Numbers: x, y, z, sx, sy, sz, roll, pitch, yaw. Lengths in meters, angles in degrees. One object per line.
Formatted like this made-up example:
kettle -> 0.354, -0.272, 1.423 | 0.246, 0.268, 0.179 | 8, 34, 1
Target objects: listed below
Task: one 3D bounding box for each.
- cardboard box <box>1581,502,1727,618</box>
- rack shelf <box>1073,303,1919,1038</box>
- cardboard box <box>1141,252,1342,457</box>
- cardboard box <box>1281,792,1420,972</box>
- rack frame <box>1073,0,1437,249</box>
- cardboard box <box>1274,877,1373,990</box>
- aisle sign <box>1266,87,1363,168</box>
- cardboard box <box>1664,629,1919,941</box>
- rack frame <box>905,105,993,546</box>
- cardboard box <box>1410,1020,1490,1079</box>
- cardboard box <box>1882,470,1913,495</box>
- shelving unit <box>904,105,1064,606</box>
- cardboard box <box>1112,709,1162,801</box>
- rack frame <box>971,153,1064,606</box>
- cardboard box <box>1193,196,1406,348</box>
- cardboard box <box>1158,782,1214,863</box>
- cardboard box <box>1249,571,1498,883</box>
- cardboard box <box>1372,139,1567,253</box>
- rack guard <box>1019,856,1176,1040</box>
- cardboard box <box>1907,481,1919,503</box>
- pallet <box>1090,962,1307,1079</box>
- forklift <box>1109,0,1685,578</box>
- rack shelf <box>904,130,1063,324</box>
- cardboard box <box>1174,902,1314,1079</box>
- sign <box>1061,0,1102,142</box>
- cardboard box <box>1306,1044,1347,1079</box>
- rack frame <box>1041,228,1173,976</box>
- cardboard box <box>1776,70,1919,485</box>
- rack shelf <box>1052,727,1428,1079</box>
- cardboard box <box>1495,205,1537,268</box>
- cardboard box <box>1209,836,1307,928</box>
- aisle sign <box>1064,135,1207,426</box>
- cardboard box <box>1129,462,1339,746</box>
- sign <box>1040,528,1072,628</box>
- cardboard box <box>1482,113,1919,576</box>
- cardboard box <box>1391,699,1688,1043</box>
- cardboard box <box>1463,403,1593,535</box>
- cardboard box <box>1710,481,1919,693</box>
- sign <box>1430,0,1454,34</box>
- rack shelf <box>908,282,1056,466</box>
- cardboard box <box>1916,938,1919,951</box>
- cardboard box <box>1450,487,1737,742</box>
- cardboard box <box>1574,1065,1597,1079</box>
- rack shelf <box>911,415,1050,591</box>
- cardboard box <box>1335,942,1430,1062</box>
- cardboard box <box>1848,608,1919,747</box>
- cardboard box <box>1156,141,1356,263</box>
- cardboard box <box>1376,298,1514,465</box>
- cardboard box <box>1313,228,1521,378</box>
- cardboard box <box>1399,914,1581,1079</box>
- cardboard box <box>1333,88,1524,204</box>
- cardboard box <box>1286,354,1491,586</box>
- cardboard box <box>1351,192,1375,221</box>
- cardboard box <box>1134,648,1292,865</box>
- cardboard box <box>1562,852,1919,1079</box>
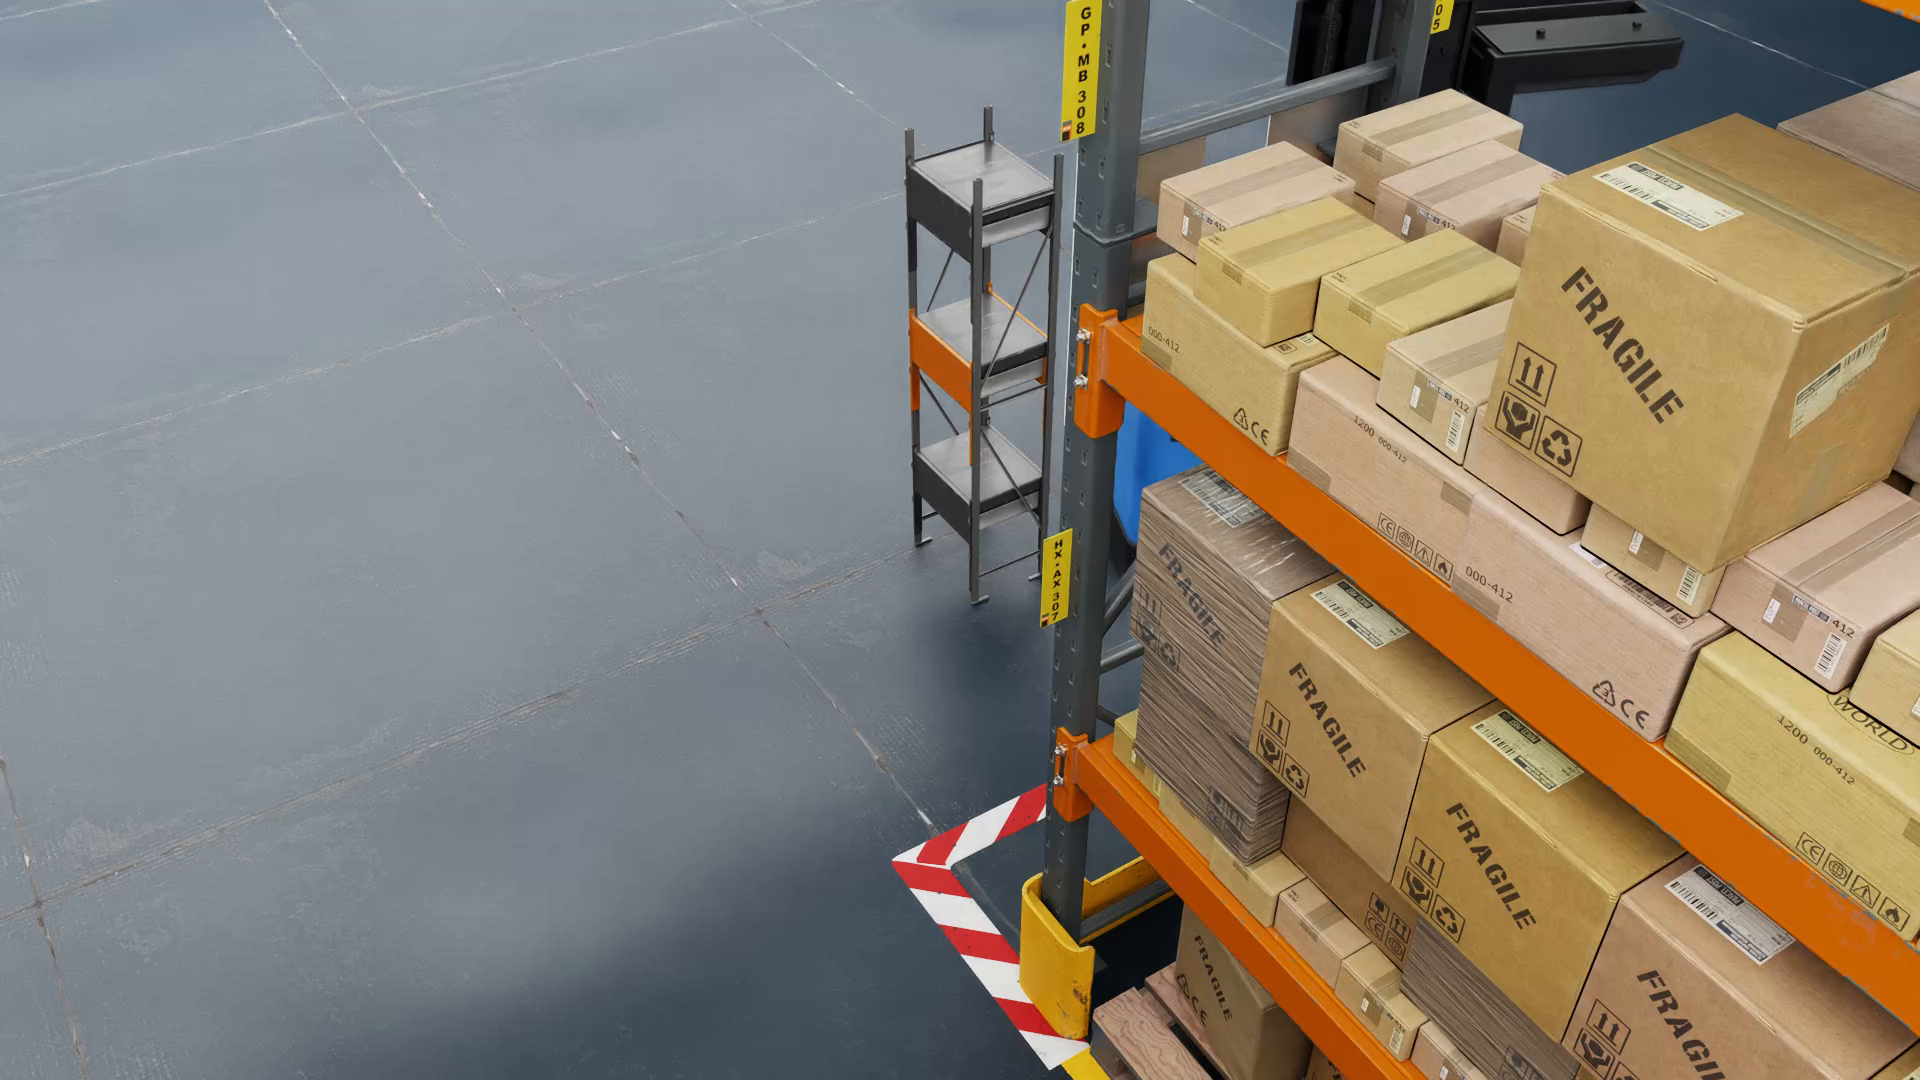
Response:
cardboard box -> 1.353, -0.051, 2.991 | 0.380, 0.149, 0.250 | -24, 46, -26
rack shelf -> 1.805, 0.458, 3.136 | 1.077, 0.370, 4.000 | -22, 45, -24
cardboard box -> 0.771, -0.491, 3.831 | 0.500, 0.250, 0.500 | -21, 44, -23
cardboard box -> 1.372, 0.637, 4.393 | 0.875, 0.500, 0.500 | -22, 45, -24
rack frame -> 0.729, -2.050, 3.241 | 1.000, 3.000, 0.127 | -22, 45, -24
cardboard box -> 1.074, 0.997, 4.468 | 0.380, 0.149, 0.250 | -22, 45, -24
aisle sign -> 0.949, -0.881, 4.494 | 0.394, 0.787, 0.004 | -22, 45, -24
cardboard box -> 1.600, 0.333, 2.842 | 0.500, 0.250, 0.500 | -21, 44, -23
rack frame -> -0.042, -0.849, 7.189 | 0.400, 2.100, 0.015 | -22, 45, -24
cardboard box -> 1.359, 1.259, 4.152 | 0.380, 0.149, 0.250 | -22, 45, -24
cardboard box -> 1.835, -0.246, 3.225 | 0.380, 0.149, 0.250 | -24, 46, -26
shelving unit -> 0.089, -0.717, 7.031 | 0.431, 2.100, 0.503 | -22, 45, -24
cardboard box -> 0.682, 0.587, 4.959 | 0.380, 0.149, 0.250 | -22, 45, -24
rack frame -> 0.220, -0.586, 6.873 | 0.400, 2.100, 0.015 | -22, 45, -24
cardboard box -> 0.740, -0.592, 3.640 | 0.380, 0.149, 0.250 | -21, 44, -23
cardboard box -> 0.800, 0.729, 4.789 | 0.380, 0.149, 0.250 | -22, 45, -24
cardboard box -> 1.058, 0.381, 3.919 | 0.500, 0.500, 0.500 | -22, 45, -24
cardboard box -> 1.183, -0.770, 3.854 | 0.380, 0.149, 0.250 | -24, 45, -26
rack guard -> 0.770, 1.256, 5.913 | 1.175, 0.500, 0.348 | -22, 45, -24
cardboard box -> 1.943, -0.082, 3.028 | 0.380, 0.149, 0.250 | -25, 46, -26
pallet -> 1.177, 1.818, 5.464 | 1.003, 0.211, 1.213 | -22, 45, -24
forklift -> 2.138, -1.339, 7.128 | 3.031, 2.935, 1.130 | -7, 40, -8
rack shelf -> 0.089, -1.245, 6.592 | 0.431, 0.518, 0.480 | -22, 45, -24
cardboard box -> 1.051, 1.396, 5.416 | 0.500, 0.500, 0.500 | -14, 42, -17
sign -> 0.272, -1.047, 3.697 | 0.100, 0.325, 0.005 | -22, 45, -24
cardboard box -> 1.401, 1.707, 5.043 | 0.500, 0.500, 0.500 | -11, 41, -13
rack frame -> 0.729, 0.255, 5.162 | 1.000, 3.000, 0.127 | -22, 45, -24
cardboard box -> 1.776, -0.493, 3.015 | 0.500, 0.500, 0.500 | -22, 45, -24
rack shelf -> 1.805, 1.611, 4.097 | 1.077, 0.370, 4.000 | -22, 45, -24
cardboard box -> 1.422, -0.660, 3.722 | 0.380, 0.149, 0.250 | -24, 46, -26
cardboard box -> 0.922, 0.869, 4.621 | 0.380, 0.149, 0.250 | -22, 45, -24
aisle sign -> 0.443, -0.674, 4.246 | 0.394, 0.787, 0.004 | -22, 45, -24
cardboard box -> 0.795, 0.109, 4.246 | 0.500, 0.500, 0.500 | -22, 45, -24
sign -> 0.272, 0.109, 4.660 | 0.100, 0.325, 0.005 | -22, 45, -24
cardboard box -> 1.300, -0.348, 2.841 | 0.500, 0.500, 0.500 | -22, 45, -25
cardboard box -> 1.328, 0.650, 3.596 | 0.500, 0.500, 0.500 | -22, 45, -24
cardboard box -> 1.194, -0.194, 3.163 | 0.380, 0.149, 0.250 | -22, 45, -25
cardboard box -> 1.527, 0.067, 2.849 | 0.380, 0.149, 0.250 | -23, 45, -25
sign -> 1.208, -1.418, 4.134 | 0.100, 0.325, 0.005 | -22, 45, -24
rack shelf -> 0.089, -0.707, 7.040 | 0.431, 0.518, 0.480 | -22, 45, -24
cardboard box -> 1.864, 0.604, 2.517 | 0.500, 0.250, 0.500 | -23, 45, -25
cardboard box -> 1.316, 0.054, 3.177 | 0.500, 0.250, 0.500 | -22, 45, -25
cardboard box -> 1.863, 1.196, 3.722 | 0.875, 0.500, 0.500 | -22, 45, -24
rack shelf -> 0.089, -0.169, 7.488 | 0.431, 0.518, 0.480 | -22, 45, -24
cardboard box -> 1.202, 1.134, 4.303 | 0.380, 0.149, 0.250 | -22, 45, -24
cardboard box -> 1.678, 0.204, 2.685 | 0.380, 0.149, 0.250 | -24, 45, -26
cardboard box -> 0.683, -0.765, 3.848 | 0.380, 0.149, 0.250 | -23, 45, -25
cardboard box -> 1.066, -0.326, 3.322 | 0.380, 0.149, 0.250 | -20, 44, -23
cardboard box -> 0.980, -0.498, 3.527 | 0.380, 0.149, 0.250 | -23, 45, -25
cardboard box -> 1.604, 0.922, 4.051 | 0.875, 0.500, 0.500 | -22, 45, -24
cardboard box -> 1.142, -0.951, 4.071 | 0.380, 0.149, 0.250 | -22, 45, -24
cardboard box -> 1.053, -0.215, 3.499 | 0.500, 0.250, 0.500 | -23, 45, -25
cardboard box -> 1.203, -0.667, 4.042 | 0.500, 0.250, 0.500 | -21, 44, -23
cardboard box -> 1.002, 0.408, 4.667 | 0.875, 0.500, 0.500 | -22, 45, -24
cardboard box -> 1.602, 0.918, 3.274 | 0.500, 0.500, 0.500 | -22, 45, -24
